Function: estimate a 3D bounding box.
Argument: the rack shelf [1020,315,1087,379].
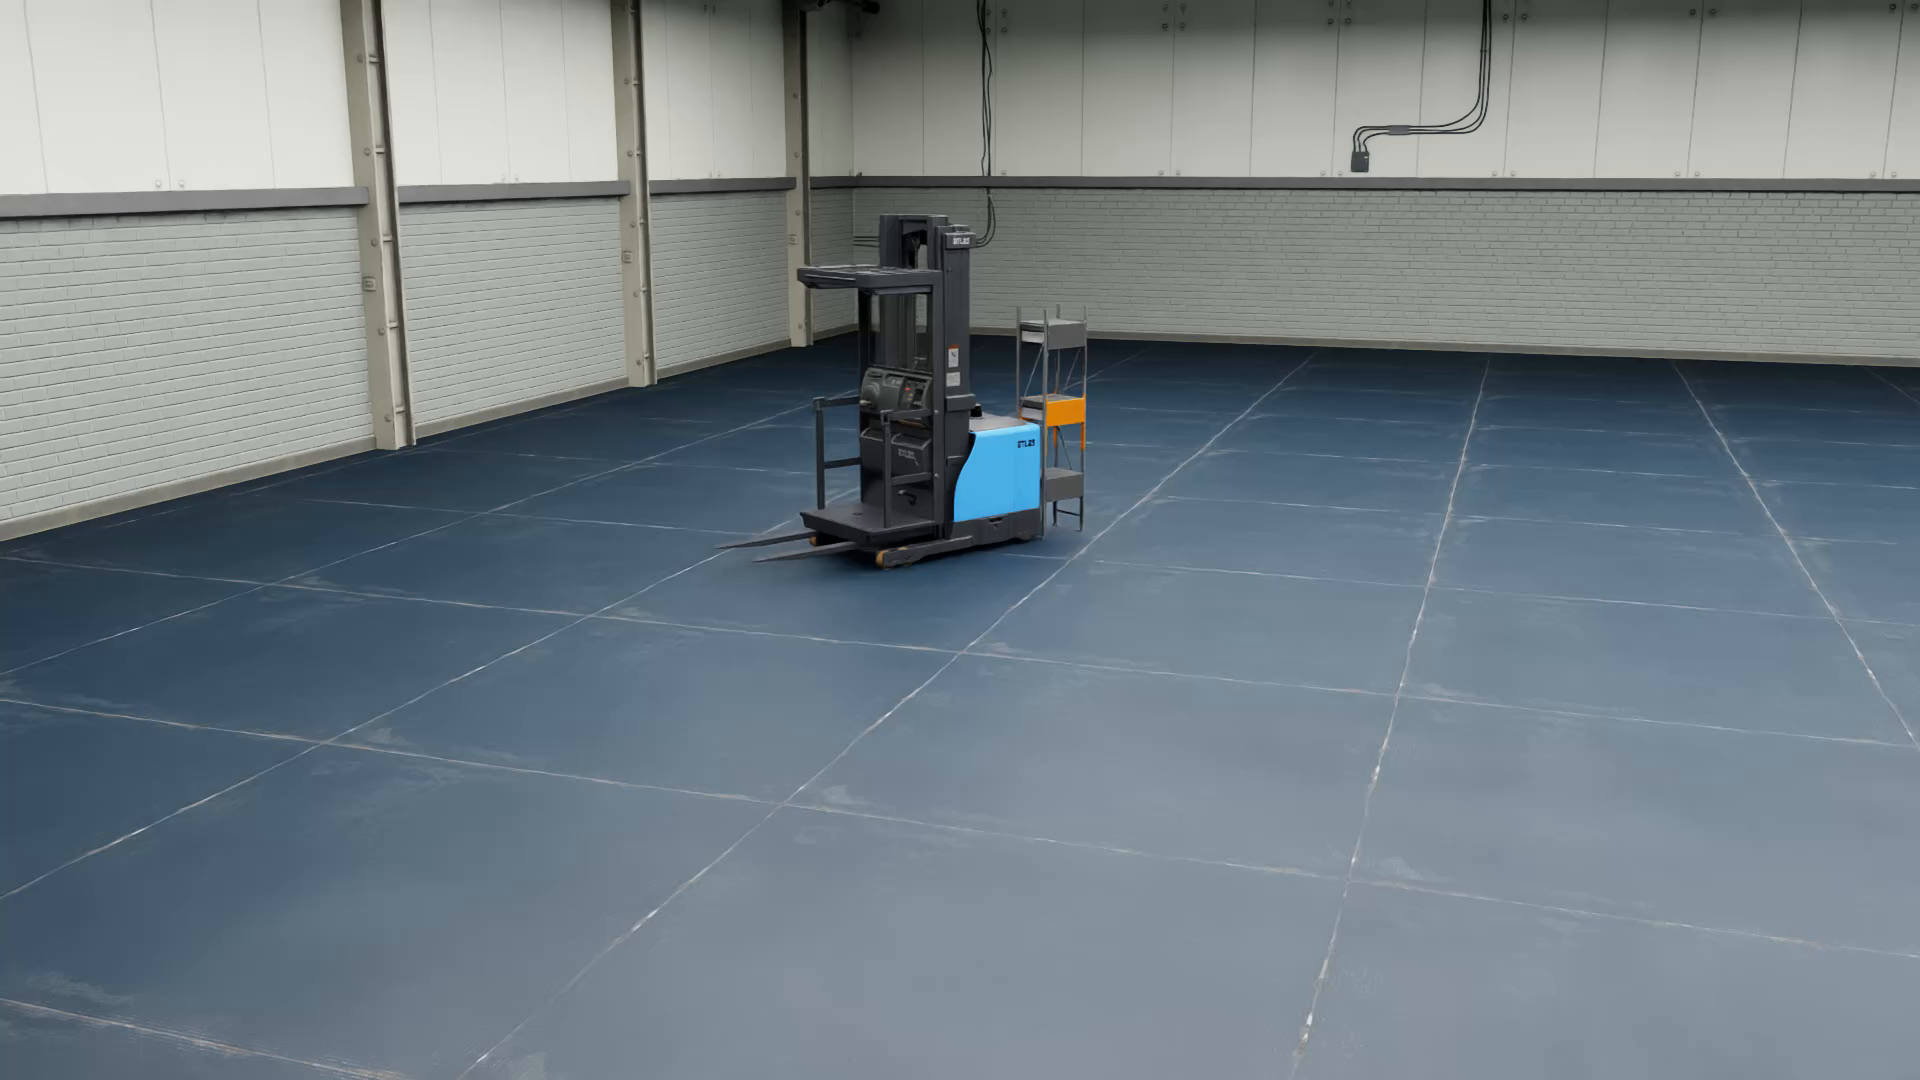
[{"bbox_3d":[0.838,-1.772,15.212,0.480,0.518,0.431,-10,16,-38],"label":"rack shelf"}]

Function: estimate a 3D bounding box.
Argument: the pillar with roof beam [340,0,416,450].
[{"bbox_3d":[-2.791,-5.213,17.867,9.100,9.000,0.400,4,14,18],"label":"pillar with roof beam"}]

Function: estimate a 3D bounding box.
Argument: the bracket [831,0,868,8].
[{"bbox_3d":[-1.936,-10.241,31.806,0.076,0.066,3.189,4,14,18],"label":"bracket"}]

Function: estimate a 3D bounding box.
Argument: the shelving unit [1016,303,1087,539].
[{"bbox_3d":[0.838,-1.103,15.364,0.503,2.100,0.431,-10,16,-38],"label":"shelving unit"}]

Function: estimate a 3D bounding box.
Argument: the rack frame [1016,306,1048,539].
[{"bbox_3d":[0.649,-1.069,15.214,0.015,2.100,0.400,-10,16,-38],"label":"rack frame"}]

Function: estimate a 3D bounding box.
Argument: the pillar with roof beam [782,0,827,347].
[{"bbox_3d":[1.092,-7.740,28.937,9.100,9.000,0.548,4,14,18],"label":"pillar with roof beam"}]

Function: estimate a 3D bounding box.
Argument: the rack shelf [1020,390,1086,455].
[{"bbox_3d":[0.838,-1.090,15.367,0.480,0.518,0.431,-10,16,-38],"label":"rack shelf"}]

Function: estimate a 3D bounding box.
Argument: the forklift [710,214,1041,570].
[{"bbox_3d":[-0.722,-1.307,14.391,3.031,2.935,1.130,-10,16,-38],"label":"forklift"}]

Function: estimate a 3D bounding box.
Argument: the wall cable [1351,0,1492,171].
[{"bbox_3d":[8.200,-9.546,29.207,2.305,6.003,0.169,4,14,18],"label":"wall cable"}]

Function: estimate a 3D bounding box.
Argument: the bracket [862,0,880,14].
[{"bbox_3d":[-1.745,-10.365,32.351,0.235,0.232,0.430,4,14,18],"label":"bracket"}]

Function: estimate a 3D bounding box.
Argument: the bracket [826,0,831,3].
[{"bbox_3d":[-2.512,-9.866,30.165,0.235,0.232,0.430,4,14,18],"label":"bracket"}]

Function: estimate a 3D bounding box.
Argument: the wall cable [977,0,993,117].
[{"bbox_3d":[1.782,-9.328,31.525,3.097,2.526,0.112,4,14,18],"label":"wall cable"}]

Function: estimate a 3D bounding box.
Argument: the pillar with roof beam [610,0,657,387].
[{"bbox_3d":[-0.850,-6.476,23.402,9.100,9.000,0.400,4,14,18],"label":"pillar with roof beam"}]

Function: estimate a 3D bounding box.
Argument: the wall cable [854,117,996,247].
[{"bbox_3d":[-0.777,-7.061,32.941,3.097,2.526,0.112,4,14,18],"label":"wall cable"}]

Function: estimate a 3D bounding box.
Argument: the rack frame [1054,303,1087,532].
[{"bbox_3d":[1.027,-1.137,15.515,0.015,2.100,0.400,-10,16,-38],"label":"rack frame"}]

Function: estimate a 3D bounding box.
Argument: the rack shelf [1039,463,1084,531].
[{"bbox_3d":[0.838,-0.407,15.523,0.480,0.518,0.431,-10,16,-38],"label":"rack shelf"}]
